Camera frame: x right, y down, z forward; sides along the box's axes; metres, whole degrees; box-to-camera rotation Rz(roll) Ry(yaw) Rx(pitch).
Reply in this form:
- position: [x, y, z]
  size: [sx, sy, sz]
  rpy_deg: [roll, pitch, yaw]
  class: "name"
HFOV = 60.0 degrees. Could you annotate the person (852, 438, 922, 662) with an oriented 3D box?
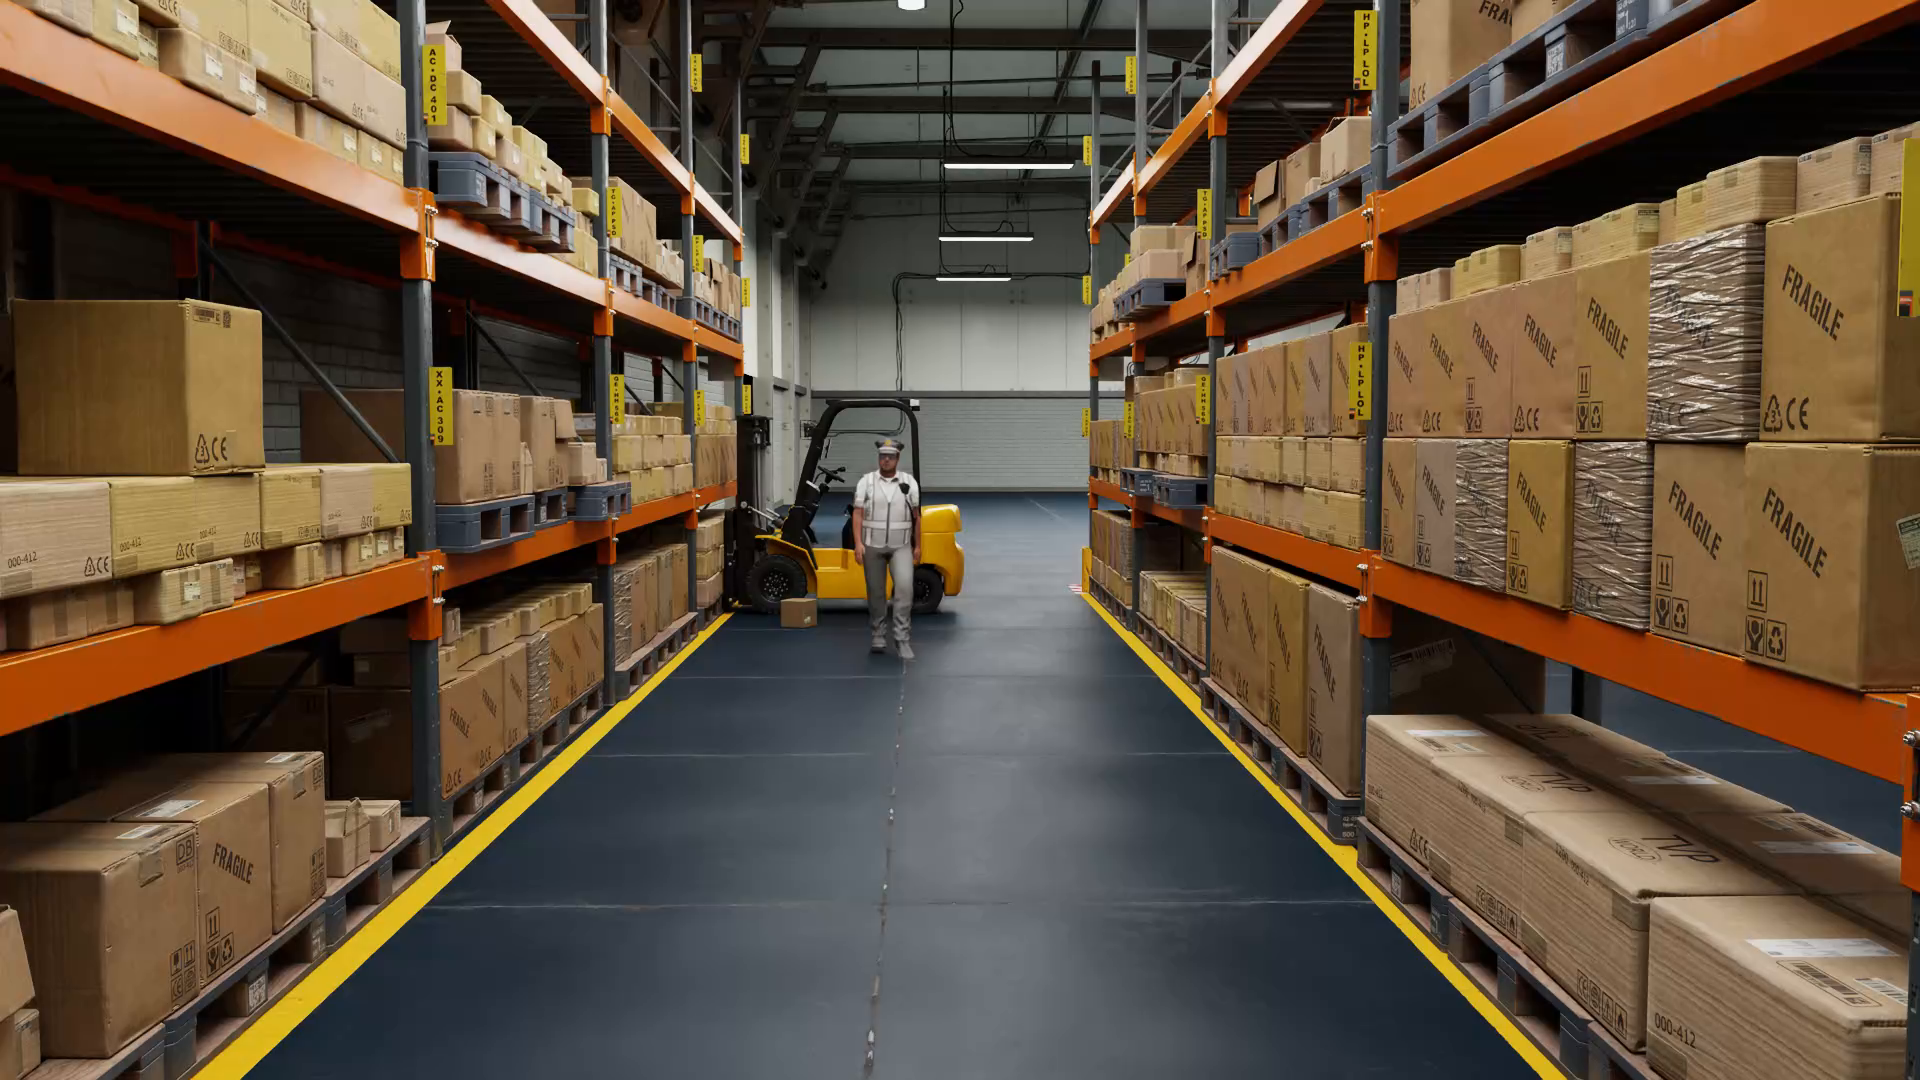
- position: [-0.594, 0.066, 13.562]
  size: [0.571, 1.791, 0.819]
  rpy_deg: [0, 4, -3]
  class: "person"
